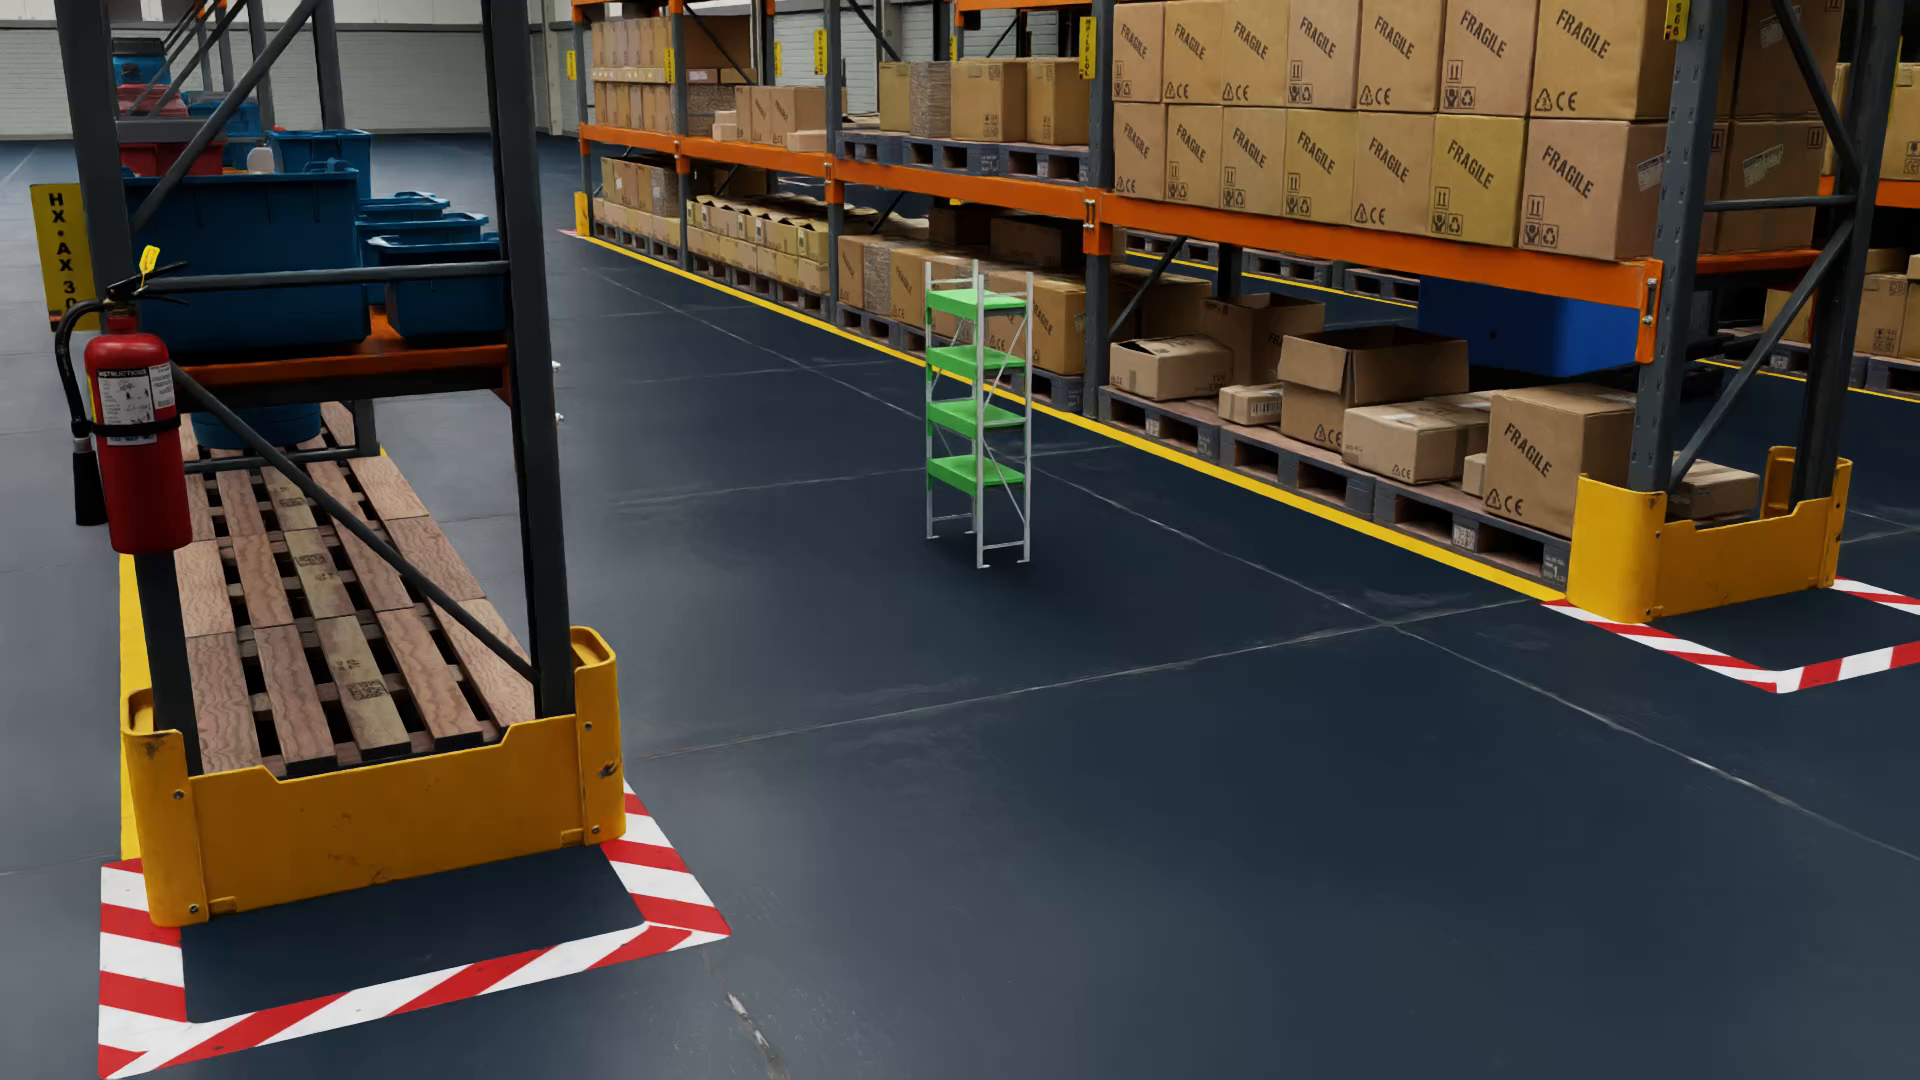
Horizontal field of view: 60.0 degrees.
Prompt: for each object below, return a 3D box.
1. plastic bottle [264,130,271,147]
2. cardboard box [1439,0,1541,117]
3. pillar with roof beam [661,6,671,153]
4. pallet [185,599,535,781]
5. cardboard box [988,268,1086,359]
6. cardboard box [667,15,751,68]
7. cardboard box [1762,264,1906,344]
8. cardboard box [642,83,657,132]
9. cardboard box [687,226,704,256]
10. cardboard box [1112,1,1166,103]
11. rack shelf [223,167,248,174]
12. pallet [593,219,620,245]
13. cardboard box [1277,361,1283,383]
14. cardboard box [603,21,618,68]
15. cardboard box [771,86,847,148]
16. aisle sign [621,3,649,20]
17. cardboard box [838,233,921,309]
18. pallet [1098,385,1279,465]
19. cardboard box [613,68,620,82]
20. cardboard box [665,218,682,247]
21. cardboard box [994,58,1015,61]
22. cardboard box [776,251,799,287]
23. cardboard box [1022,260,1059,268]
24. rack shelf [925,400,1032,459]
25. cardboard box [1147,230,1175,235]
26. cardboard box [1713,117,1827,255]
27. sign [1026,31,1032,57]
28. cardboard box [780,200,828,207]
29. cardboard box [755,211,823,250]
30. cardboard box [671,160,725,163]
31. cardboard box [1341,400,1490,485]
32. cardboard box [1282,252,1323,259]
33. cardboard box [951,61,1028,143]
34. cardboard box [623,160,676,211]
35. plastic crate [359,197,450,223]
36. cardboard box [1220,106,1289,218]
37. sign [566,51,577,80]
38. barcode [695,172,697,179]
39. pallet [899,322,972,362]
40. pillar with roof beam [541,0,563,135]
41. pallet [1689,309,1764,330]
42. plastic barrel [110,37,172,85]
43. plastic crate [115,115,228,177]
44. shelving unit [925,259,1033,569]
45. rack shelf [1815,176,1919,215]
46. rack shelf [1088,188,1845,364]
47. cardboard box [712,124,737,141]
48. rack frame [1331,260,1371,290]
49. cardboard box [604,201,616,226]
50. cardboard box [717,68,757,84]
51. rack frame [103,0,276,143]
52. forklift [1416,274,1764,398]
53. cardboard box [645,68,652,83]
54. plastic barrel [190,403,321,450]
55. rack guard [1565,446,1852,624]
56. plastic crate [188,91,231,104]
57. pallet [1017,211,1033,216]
[{"bbox_3d":[-4.449,-2.499,10.732,0.061,0.283,0.133,-8,18,-25],"label":"plastic bottle"},{"bbox_3d":[2.285,-1.949,6.610,0.500,0.500,0.500,-7,17,-23],"label":"cardboard box"},{"bbox_3d":[-10.280,-12.542,34.643,9.100,9.000,0.400,-8,18,-25],"label":"pillar with roof beam"},{"bbox_3d":[-1.832,0.511,5.087,1.003,0.211,1.213,-8,18,-25],"label":"pallet"},{"bbox_3d":[0.514,-1.431,10.533,0.500,0.500,0.500,-8,18,-25],"label":"cardboard box"},{"bbox_3d":[-2.508,-4.974,16.613,0.700,0.500,0.500,-8,18,-25],"label":"cardboard box"},{"bbox_3d":[5.884,-1.612,11.199,0.700,0.500,0.500,-7,18,-24],"label":"cardboard box"},{"bbox_3d":[-2.961,-4.606,17.680,0.700,0.500,0.500,-7,18,-24],"label":"cardboard box"},{"bbox_3d":[-2.354,-2.944,16.294,0.500,0.250,0.500,-8,18,-26],"label":"cardboard box"},{"bbox_3d":[1.150,-2.587,8.835,0.500,0.500,0.500,-7,17,-23],"label":"cardboard box"},{"bbox_3d":[-5.886,-2.754,12.714,1.077,0.370,4.000,-8,18,-25],"label":"rack shelf"},{"bbox_3d":[-3.688,-3.660,19.623,1.003,0.211,1.213,-8,18,-25],"label":"pallet"},{"bbox_3d":[2.030,-0.836,8.802,0.500,0.311,0.500,-8,18,-25],"label":"cardboard box"},{"bbox_3d":[-3.609,-5.597,18.782,0.700,0.500,0.500,-8,18,-26],"label":"cardboard box"},{"bbox_3d":[-1.305,-3.664,14.398,0.500,0.500,0.500,-9,18,-28],"label":"cardboard box"},{"bbox_3d":[-3.825,-6.486,19.703,0.394,0.787,0.004,-8,18,-25],"label":"aisle sign"},{"bbox_3d":[-0.613,-2.064,12.739,0.500,0.500,0.500,-7,17,-23],"label":"cardboard box"},{"bbox_3d":[1.497,-0.699,9.303,1.003,0.211,1.213,-8,18,-25],"label":"pallet"},{"bbox_3d":[-3.628,-5.166,18.457,0.380,0.149,0.250,-8,18,-27],"label":"cardboard box"},{"bbox_3d":[-2.707,-3.162,17.055,0.500,0.250,0.500,-8,18,-25],"label":"cardboard box"},{"bbox_3d":[0.758,-5.675,20.466,0.500,0.500,0.500,-8,18,-27],"label":"cardboard box"},{"bbox_3d":[-1.234,-2.310,14.086,0.500,0.250,0.500,-8,18,-26],"label":"cardboard box"},{"bbox_3d":[0.748,-1.625,11.208,0.500,0.500,0.500,-7,18,-24],"label":"cardboard box"},{"bbox_3d":[0.073,-0.474,6.960,0.258,0.148,0.480,-8,18,-25],"label":"rack shelf"},{"bbox_3d":[2.481,-3.622,18.169,0.700,0.500,0.500,-7,17,-23],"label":"cardboard box"},{"bbox_3d":[2.992,-1.408,6.537,0.500,0.500,0.500,-7,18,-24],"label":"cardboard box"},{"bbox_3d":[0.899,-6.555,21.984,0.100,0.325,0.005,-8,18,-25],"label":"sign"},{"bbox_3d":[-1.423,-3.025,15.561,0.500,0.311,0.500,-8,18,-25],"label":"cardboard box"},{"bbox_3d":[-1.458,-2.705,14.445,0.500,0.311,0.500,-8,18,-25],"label":"cardboard box"},{"bbox_3d":[-2.889,-3.958,18.471,0.500,0.500,0.500,-8,18,-25],"label":"cardboard box"},{"bbox_3d":[2.100,-0.452,7.575,0.500,0.250,0.500,-8,18,-25],"label":"cardboard box"},{"bbox_3d":[3.534,-2.983,15.942,0.700,0.500,0.500,-7,18,-24],"label":"cardboard box"},{"bbox_3d":[0.367,-2.890,10.941,0.700,0.500,0.500,-13,21,-39],"label":"cardboard box"},{"bbox_3d":[-3.370,-3.894,18.245,0.500,0.500,0.500,-8,18,-25],"label":"cardboard box"},{"bbox_3d":[-1.894,-0.996,5.478,0.416,0.233,0.300,-8,18,-25],"label":"plastic crate"},{"bbox_3d":[1.620,-1.848,8.069,0.500,0.500,0.500,-8,18,-25],"label":"cardboard box"},{"bbox_3d":[-4.562,-5.574,19.522,0.100,0.325,0.005,-8,18,-25],"label":"sign"},{"bbox_3d":[-2.570,-3.551,16.181,0.001,0.075,0.075,-8,18,-25],"label":"barcode"},{"bbox_3d":[0.268,-1.369,11.640,1.003,0.211,1.213,-8,18,-25],"label":"pallet"},{"bbox_3d":[-15.537,-15.518,45.011,9.100,9.000,0.400,-8,18,-25],"label":"pillar with roof beam"},{"bbox_3d":[5.242,-1.651,12.621,1.003,0.211,1.213,-8,18,-25],"label":"pallet"},{"bbox_3d":[-6.865,-3.704,13.812,0.600,0.901,0.708,-8,18,-25],"label":"plastic barrel"},{"bbox_3d":[-3.092,-1.420,6.536,0.402,0.464,0.583,-8,18,-25],"label":"plastic crate"},{"bbox_3d":[0.073,-0.536,6.942,0.258,1.200,0.503,-8,18,-25],"label":"shelving unit"},{"bbox_3d":[6.524,-1.967,9.973,1.077,0.370,4.000,-8,18,-25],"label":"rack shelf"},{"bbox_3d":[2.073,-1.368,7.884,1.077,0.370,4.000,-8,18,-25],"label":"rack shelf"},{"bbox_3d":[-2.103,-3.828,15.608,0.380,0.149,0.250,-8,18,-25],"label":"cardboard box"},{"bbox_3d":[3.896,-3.801,15.058,1.000,3.000,0.127,-8,18,-25],"label":"rack frame"},{"bbox_3d":[-3.803,-3.782,19.215,0.500,0.250,0.500,-8,18,-25],"label":"cardboard box"},{"bbox_3d":[-2.251,-4.643,16.636,0.380,0.149,0.250,-8,18,-25],"label":"cardboard box"},{"bbox_3d":[-5.010,-2.604,10.886,1.000,3.000,0.127,-8,18,-25],"label":"rack frame"},{"bbox_3d":[4.171,-2.390,10.265,3.031,2.935,1.130,-13,21,-39],"label":"forklift"},{"bbox_3d":[-3.064,-4.847,17.347,0.380,0.149,0.250,-8,18,-25],"label":"cardboard box"},{"bbox_3d":[-3.480,-0.942,8.139,0.600,0.901,0.708,-8,18,-25],"label":"plastic barrel"},{"bbox_3d":[2.916,-0.035,6.467,1.175,0.500,0.348,-8,18,-25],"label":"rack guard"},{"bbox_3d":[-6.275,-3.543,14.044,0.402,0.464,0.583,-8,18,-25],"label":"plastic crate"},{"bbox_3d":[1.279,-3.918,20.520,1.003,0.211,1.213,-8,18,-25],"label":"pallet"}]
